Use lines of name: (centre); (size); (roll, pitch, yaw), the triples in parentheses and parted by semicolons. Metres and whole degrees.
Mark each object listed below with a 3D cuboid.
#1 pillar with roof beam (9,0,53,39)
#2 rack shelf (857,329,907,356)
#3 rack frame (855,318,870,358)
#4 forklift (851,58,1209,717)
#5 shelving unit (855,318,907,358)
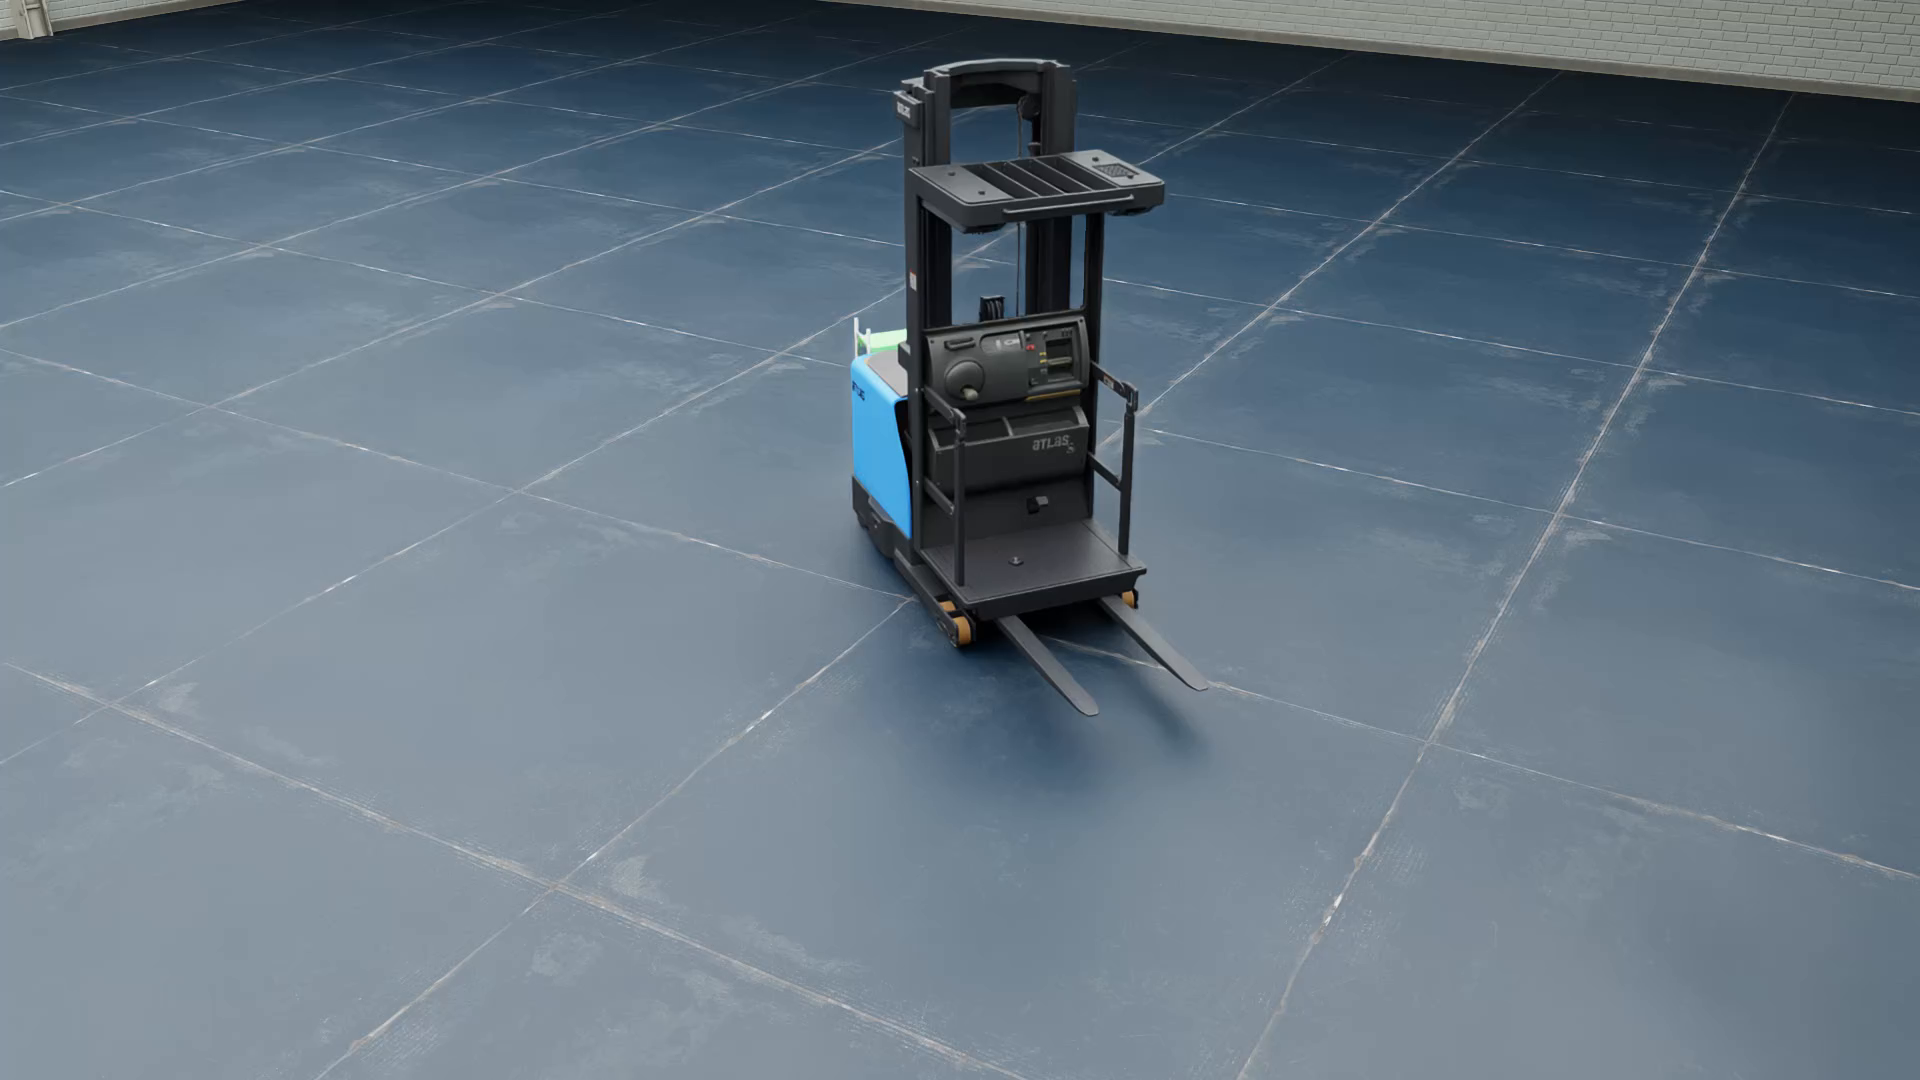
pillar with roof beam: (-10.672, -10.935, 22.042); (9.100, 9.000, 0.400); (14, 30, 26)
rack shelf: (-0.376, -1.208, 10.393); (0.480, 0.148, 0.258); (-11, 29, -20)
rack frame: (-0.601, -0.793, 10.494); (0.015, 1.200, 0.240); (-11, 29, -20)
forklift: (0.353, -0.941, 8.856); (1.130, 2.935, 3.031); (-10, 28, -20)
shelving unit: (-0.376, -0.836, 10.579); (0.503, 1.200, 0.258); (-11, 29, -20)
